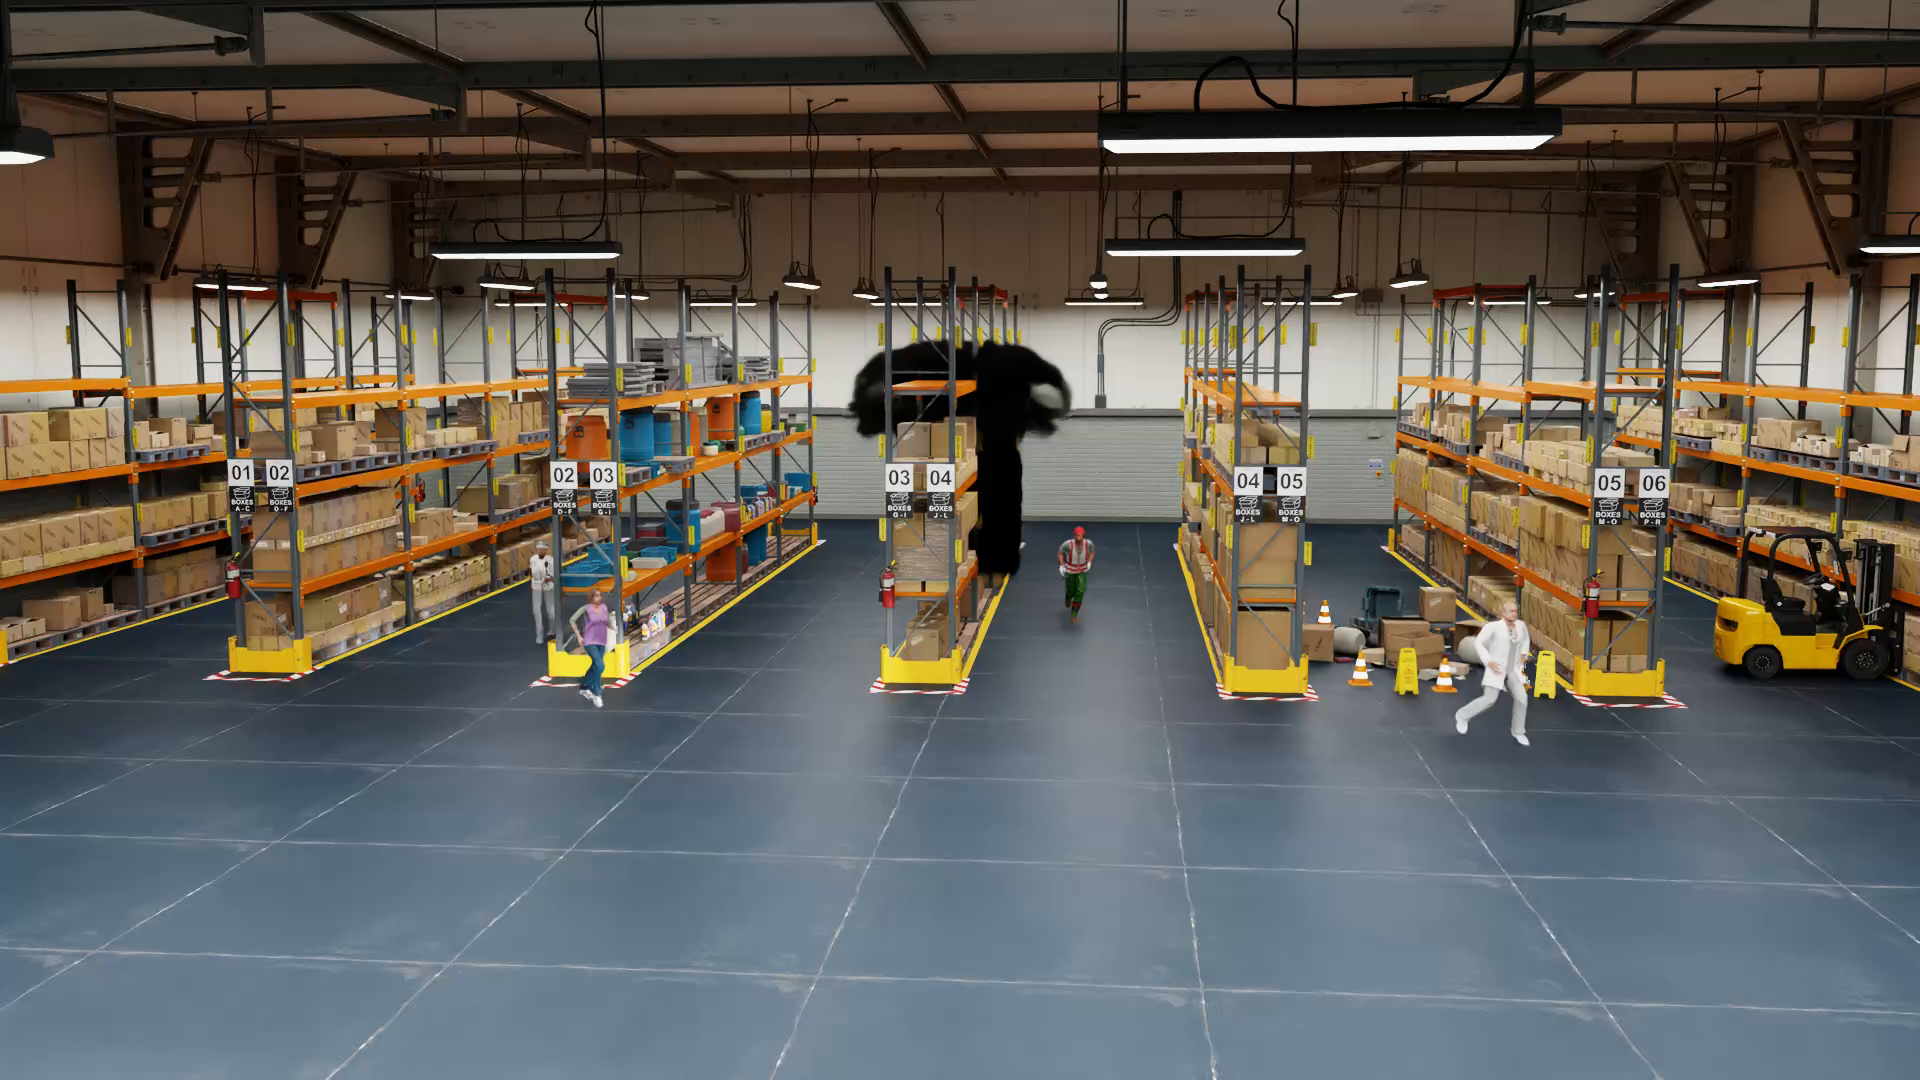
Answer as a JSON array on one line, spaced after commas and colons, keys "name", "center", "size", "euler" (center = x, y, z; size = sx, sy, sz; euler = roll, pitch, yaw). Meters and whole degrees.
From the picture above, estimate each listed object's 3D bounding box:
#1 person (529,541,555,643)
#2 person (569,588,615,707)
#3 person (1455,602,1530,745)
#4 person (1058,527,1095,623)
[{"name": "person", "center": [-6.893, 0.854, 27.562], "size": [0.506, 1.739, 0.847], "euler": [-1, 7, -6]}, {"name": "person", "center": [-4.997, 1.461, 22.784], "size": [0.713, 1.639, 0.524], "euler": [5, 9, 37]}, {"name": "person", "center": [6.735, 1.649, 20.751], "size": [0.922, 1.782, 0.791], "euler": [-3, 7, -20]}, {"name": "person", "center": [2.053, 0.586, 29.593], "size": [0.659, 1.720, 0.913], "euler": [-2, 7, -13]}]
